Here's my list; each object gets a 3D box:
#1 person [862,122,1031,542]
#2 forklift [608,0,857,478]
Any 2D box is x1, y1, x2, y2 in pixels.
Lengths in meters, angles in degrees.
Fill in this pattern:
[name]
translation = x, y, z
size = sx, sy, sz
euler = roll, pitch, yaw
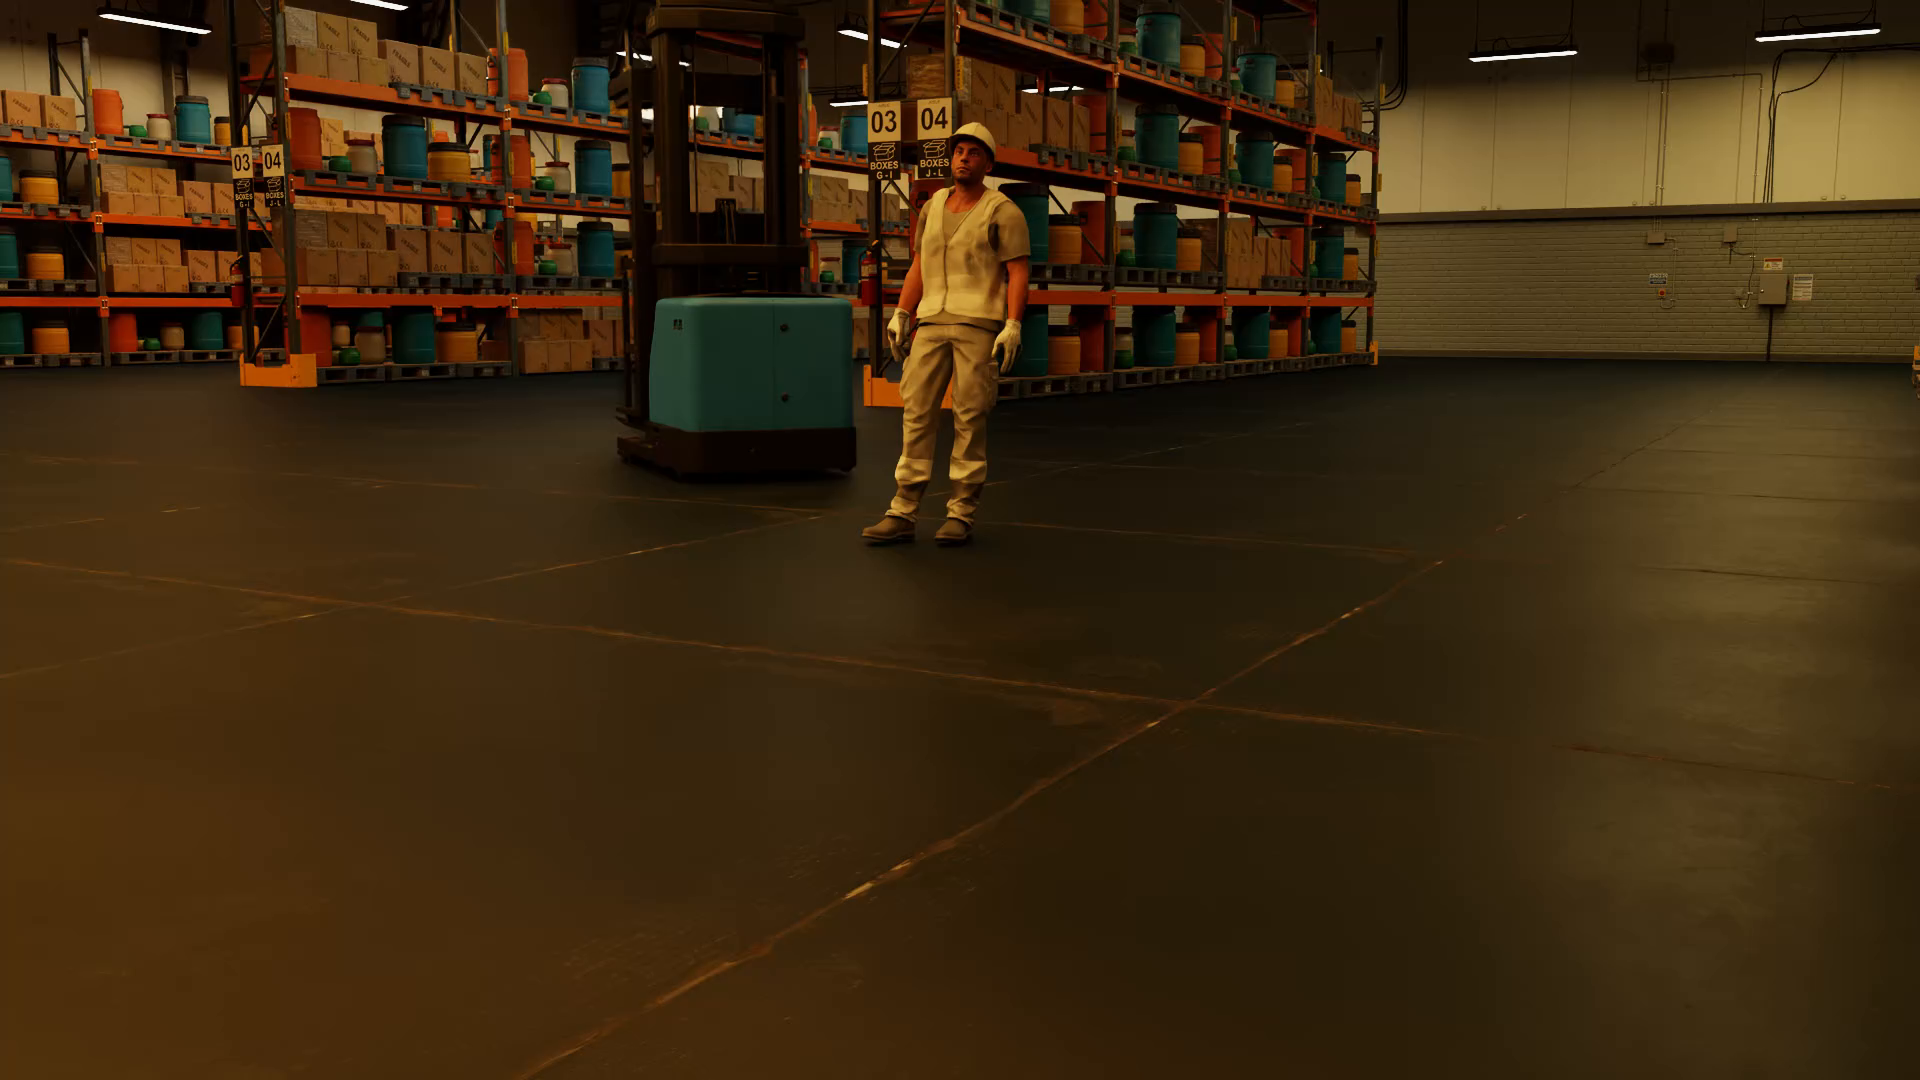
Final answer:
[person]
translation = -0.048, -0.884, 7.126
size = 0.638, 1.789, 0.562
euler = 4, 9, 29
[forklift]
translation = -1.661, -1.978, 10.928
size = 1.130, 2.935, 3.031
euler = -3, 9, -23
